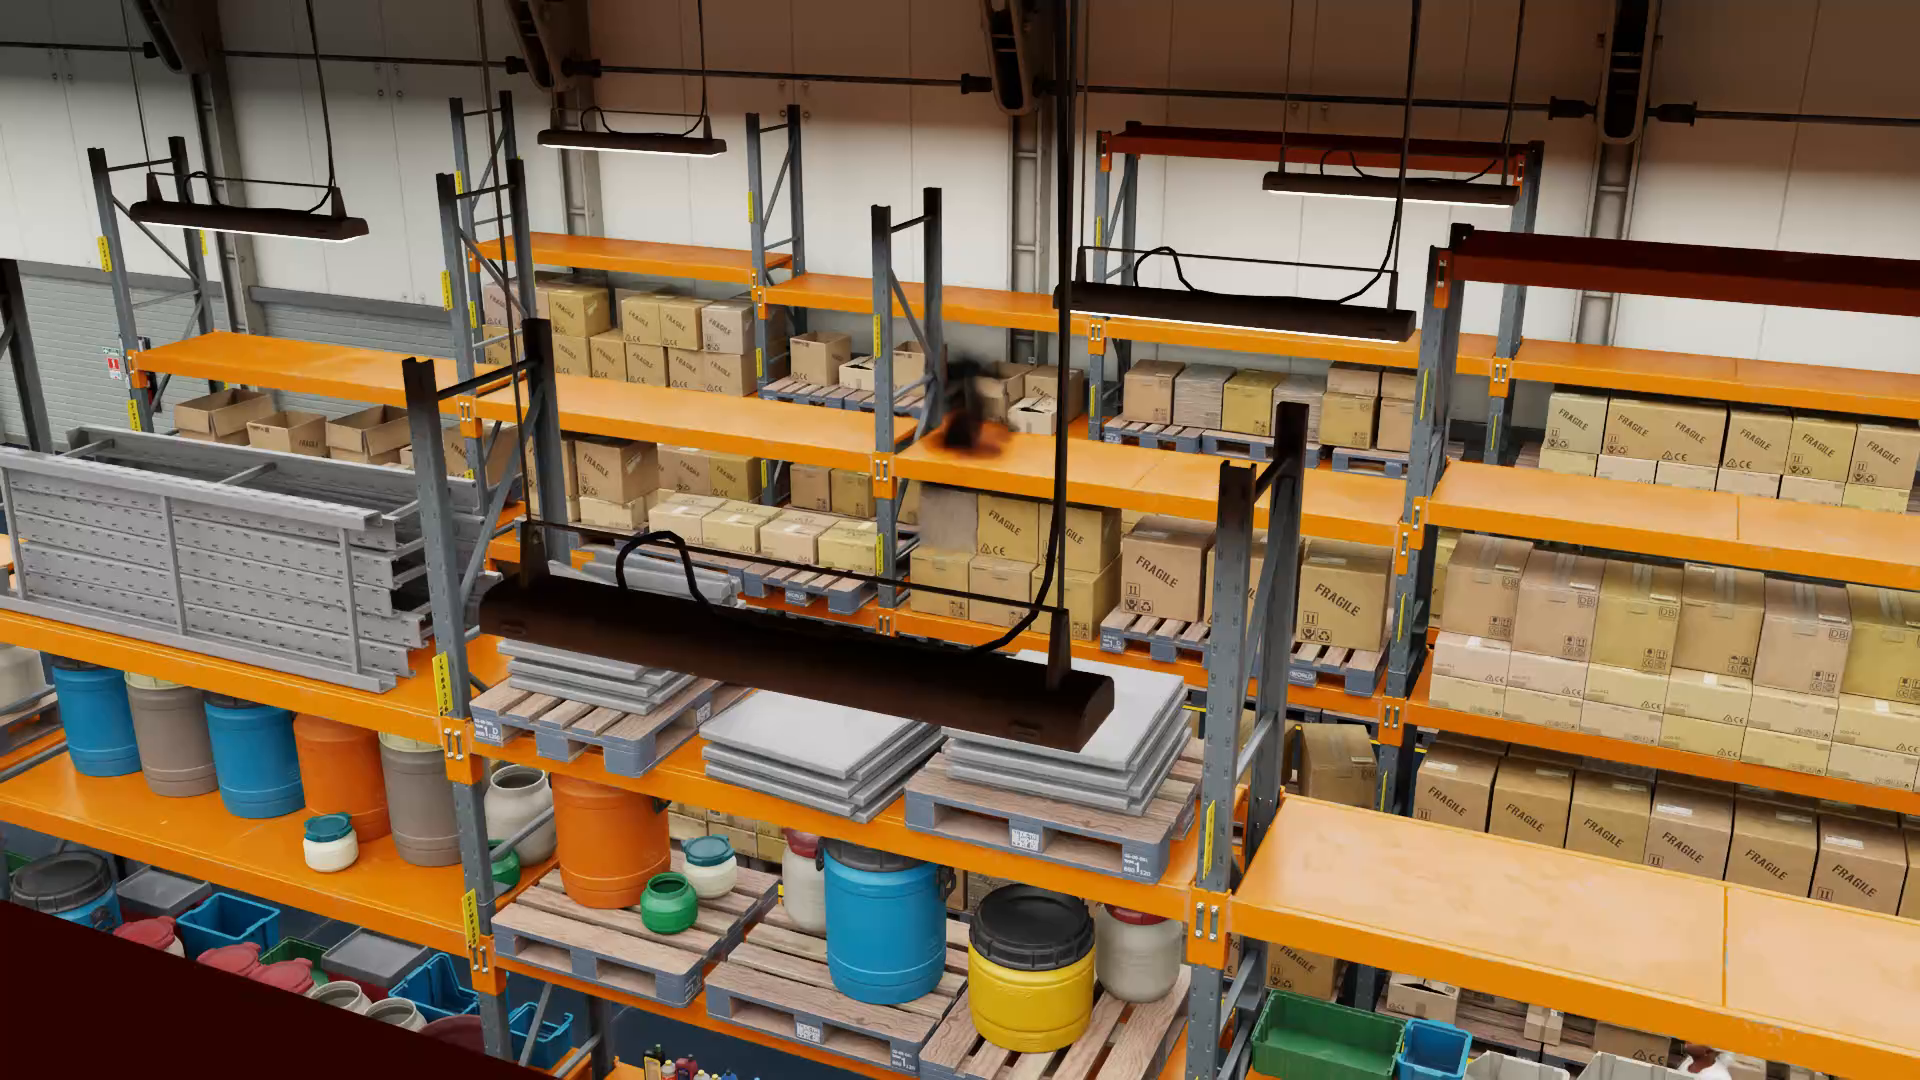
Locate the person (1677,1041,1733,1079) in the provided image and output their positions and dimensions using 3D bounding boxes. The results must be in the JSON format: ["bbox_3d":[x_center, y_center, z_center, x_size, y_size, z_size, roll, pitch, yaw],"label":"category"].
[{"bbox_3d":[4.580,3.739,10.316,0.781,1.720,0.740,5,21,13],"label":"person"}]
